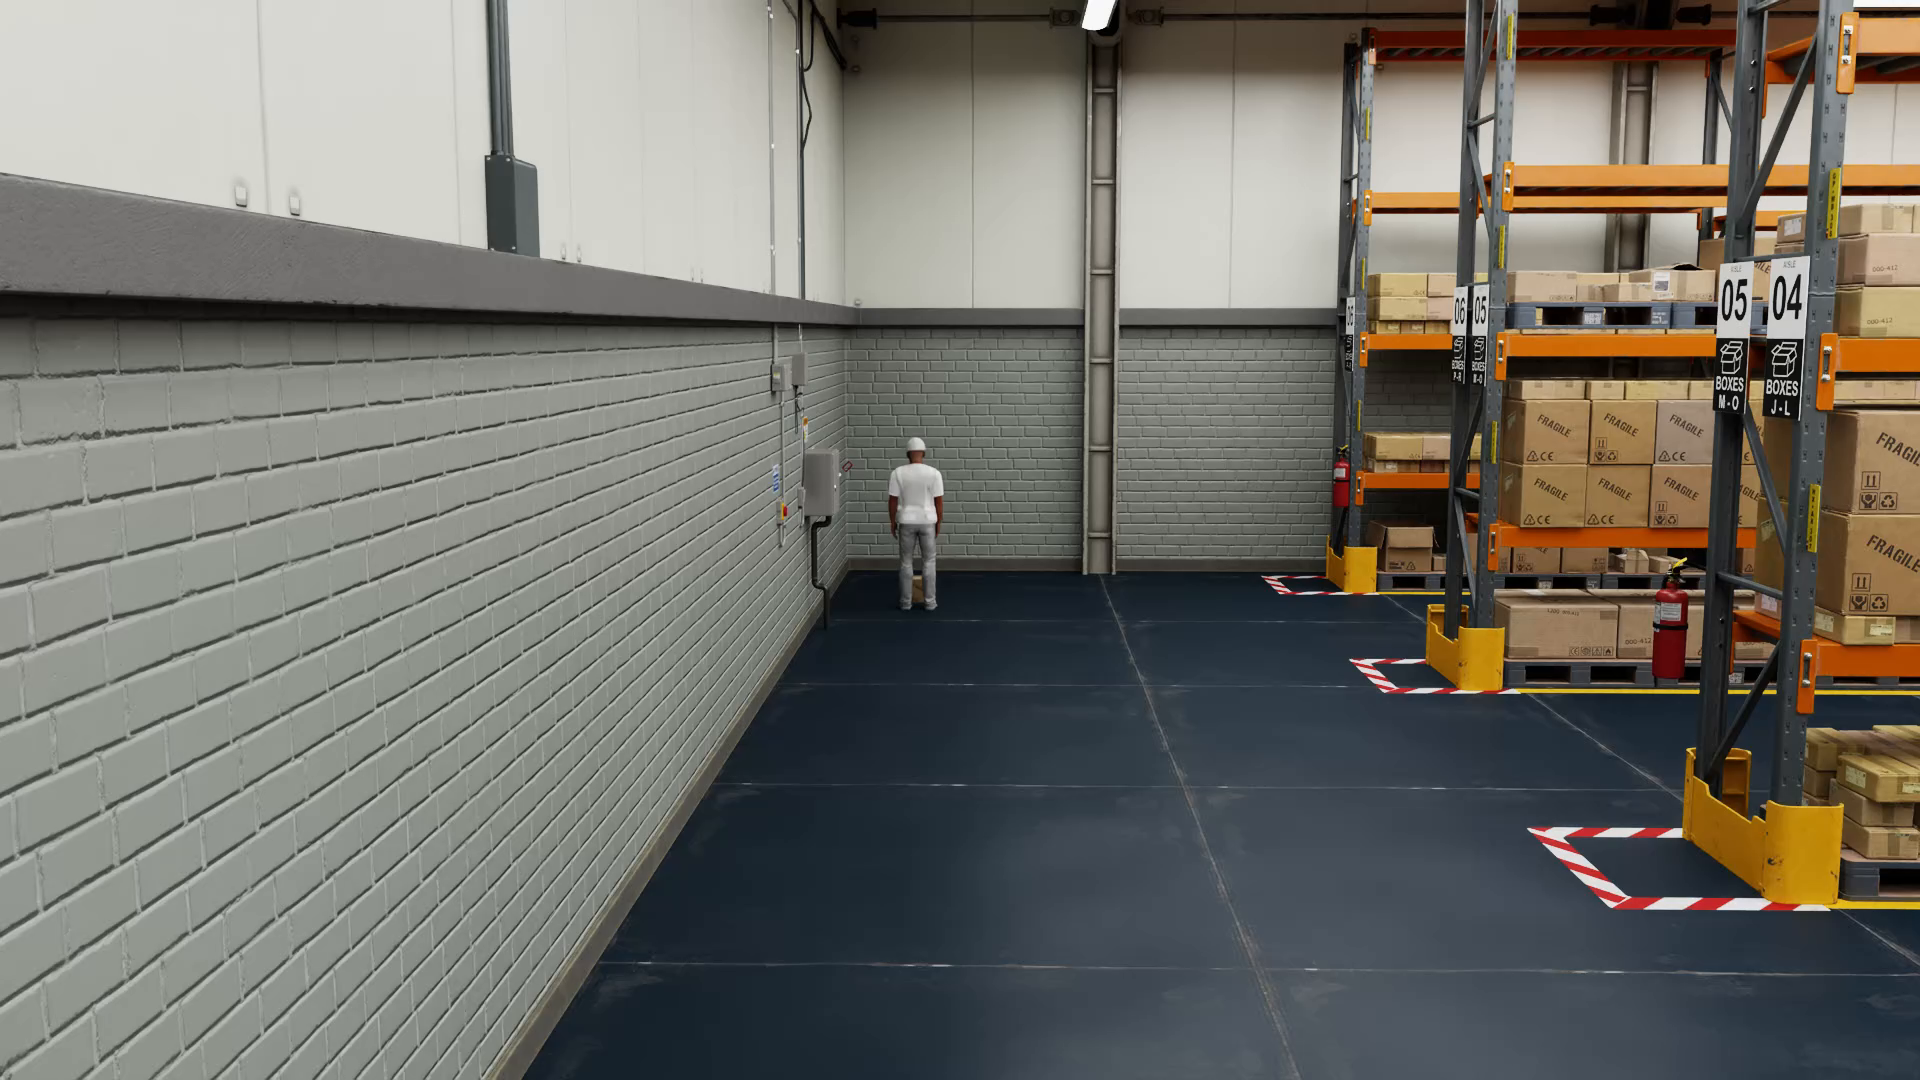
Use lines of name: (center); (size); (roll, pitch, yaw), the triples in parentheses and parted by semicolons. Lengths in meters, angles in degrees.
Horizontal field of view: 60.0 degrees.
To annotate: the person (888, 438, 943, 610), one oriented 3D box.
person: (-0.451, -0.170, 17.024); (0.565, 1.763, 0.361); (0, 7, 3)
